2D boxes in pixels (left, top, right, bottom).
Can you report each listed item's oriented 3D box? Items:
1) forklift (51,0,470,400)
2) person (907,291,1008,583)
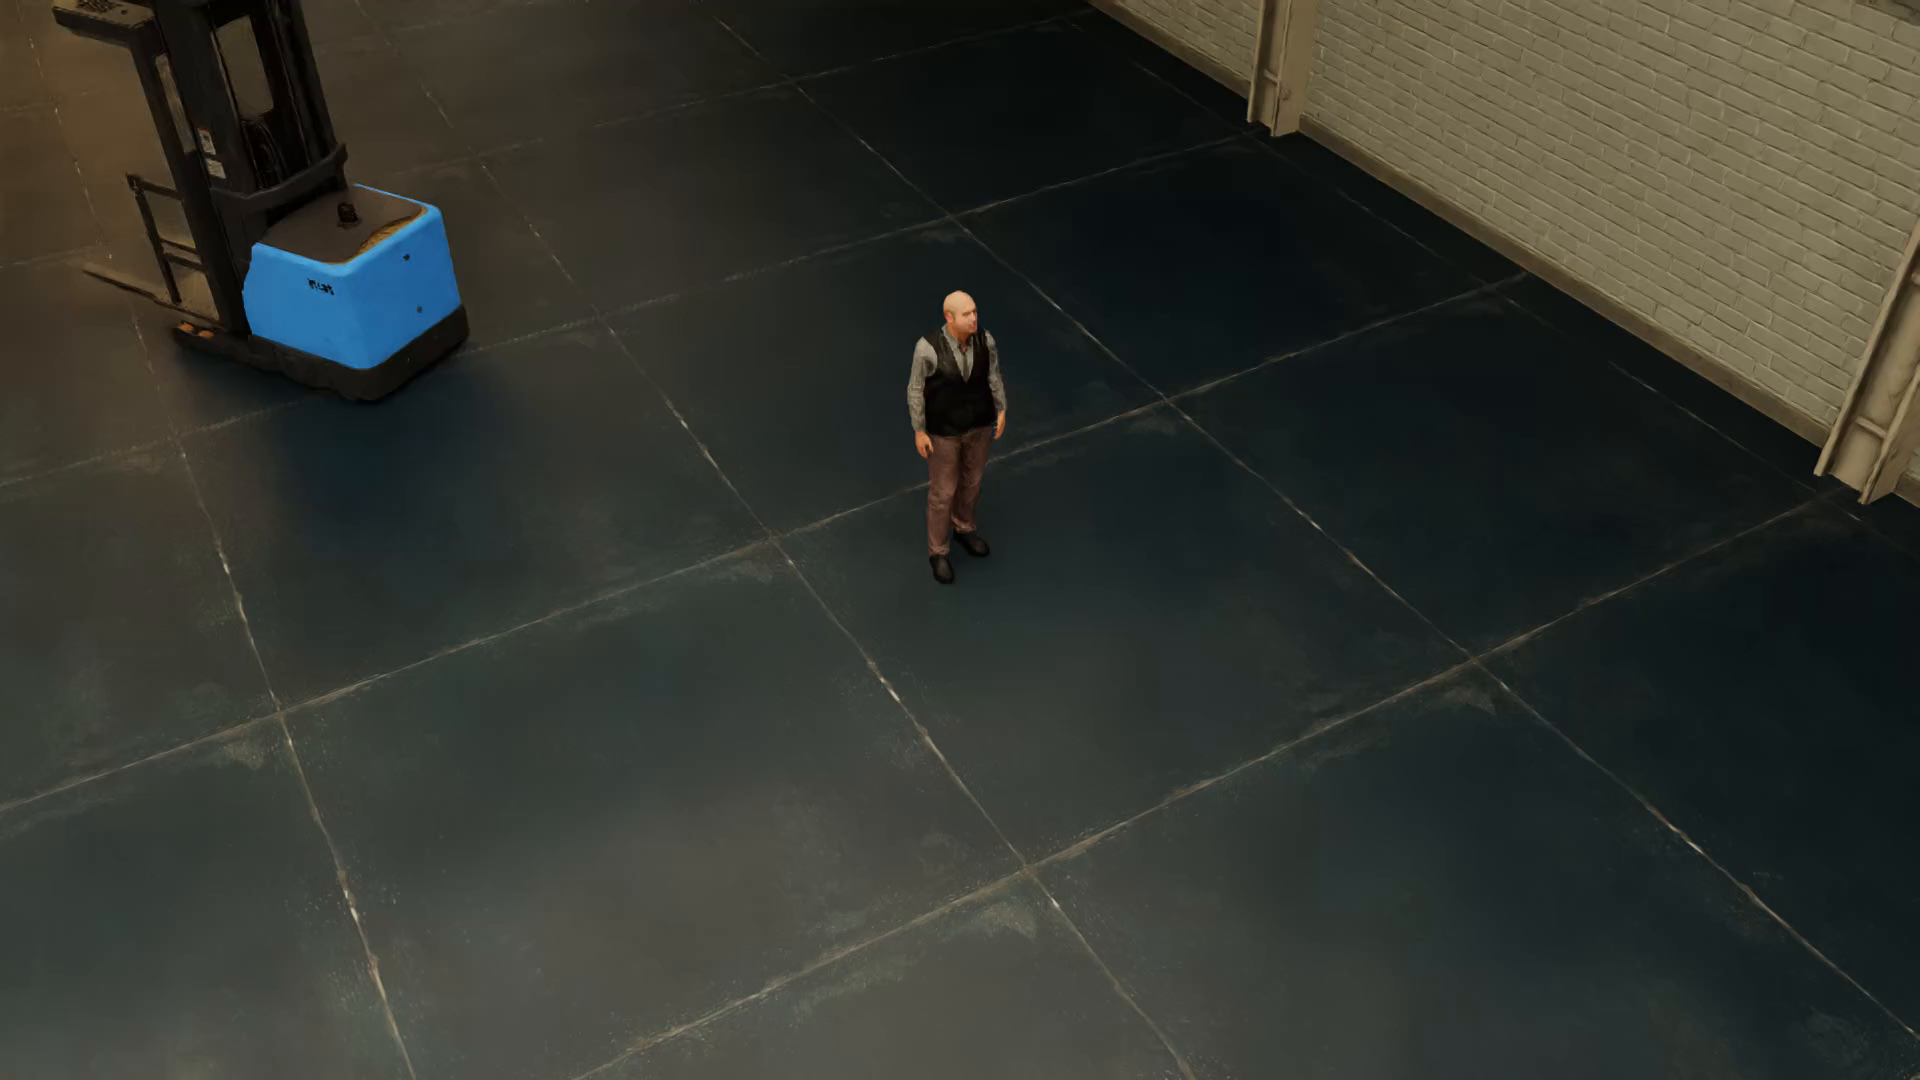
[{"bbox_3d":[-5.097,-2.747,11.348,3.031,2.935,1.130,18,43,21],"label":"forklift"},{"bbox_3d":[0.024,-0.631,9.733,0.632,1.720,0.567,-20,44,-23],"label":"person"}]
